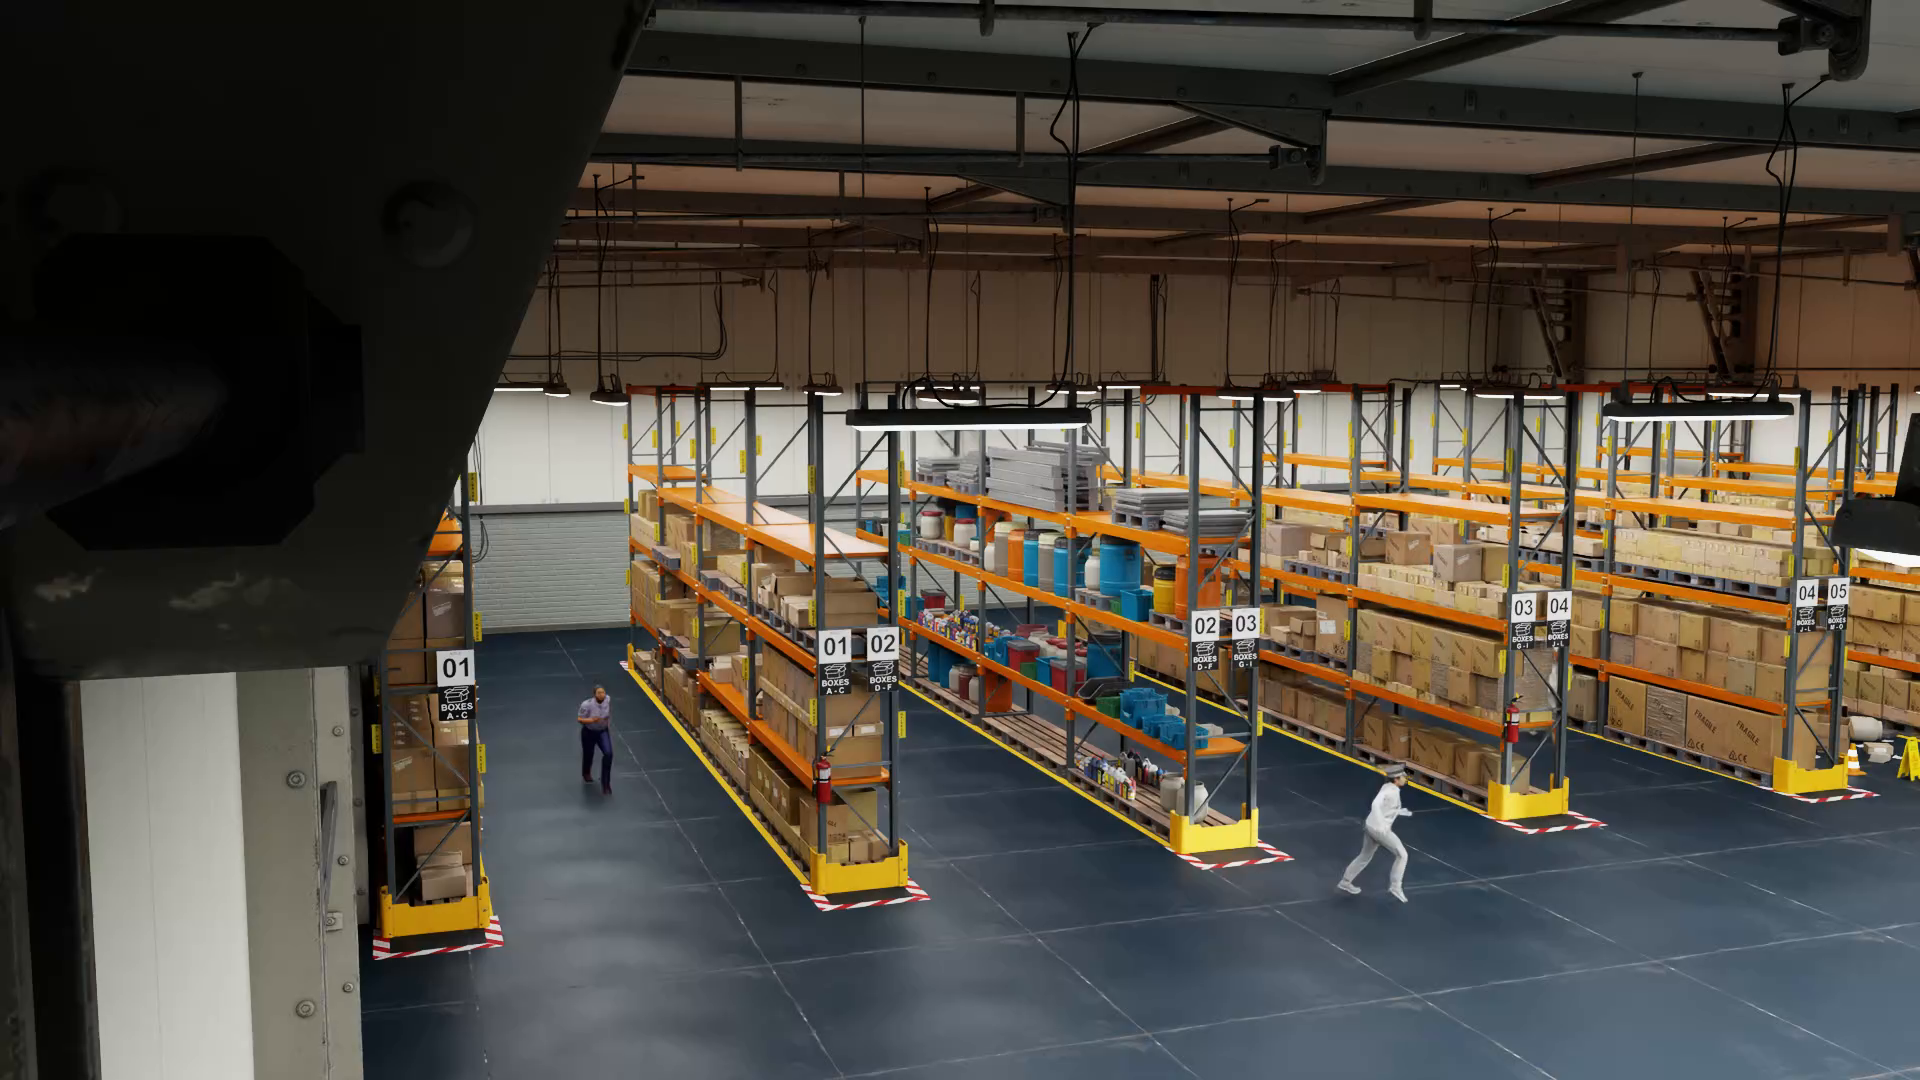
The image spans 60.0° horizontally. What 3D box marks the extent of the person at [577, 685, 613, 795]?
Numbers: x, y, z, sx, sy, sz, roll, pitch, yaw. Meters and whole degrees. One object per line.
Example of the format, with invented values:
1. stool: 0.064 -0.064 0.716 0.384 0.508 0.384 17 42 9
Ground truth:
1. person: -5.497 3.058 25.002 0.597 1.486 0.923 -3 7 -28

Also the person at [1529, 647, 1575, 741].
1. person: 10.096 2.571 28.411 0.661 1.724 0.860 -1 6 -9

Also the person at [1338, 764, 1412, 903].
1. person: 4.961 3.490 19.800 0.870 1.675 0.632 1 6 5
